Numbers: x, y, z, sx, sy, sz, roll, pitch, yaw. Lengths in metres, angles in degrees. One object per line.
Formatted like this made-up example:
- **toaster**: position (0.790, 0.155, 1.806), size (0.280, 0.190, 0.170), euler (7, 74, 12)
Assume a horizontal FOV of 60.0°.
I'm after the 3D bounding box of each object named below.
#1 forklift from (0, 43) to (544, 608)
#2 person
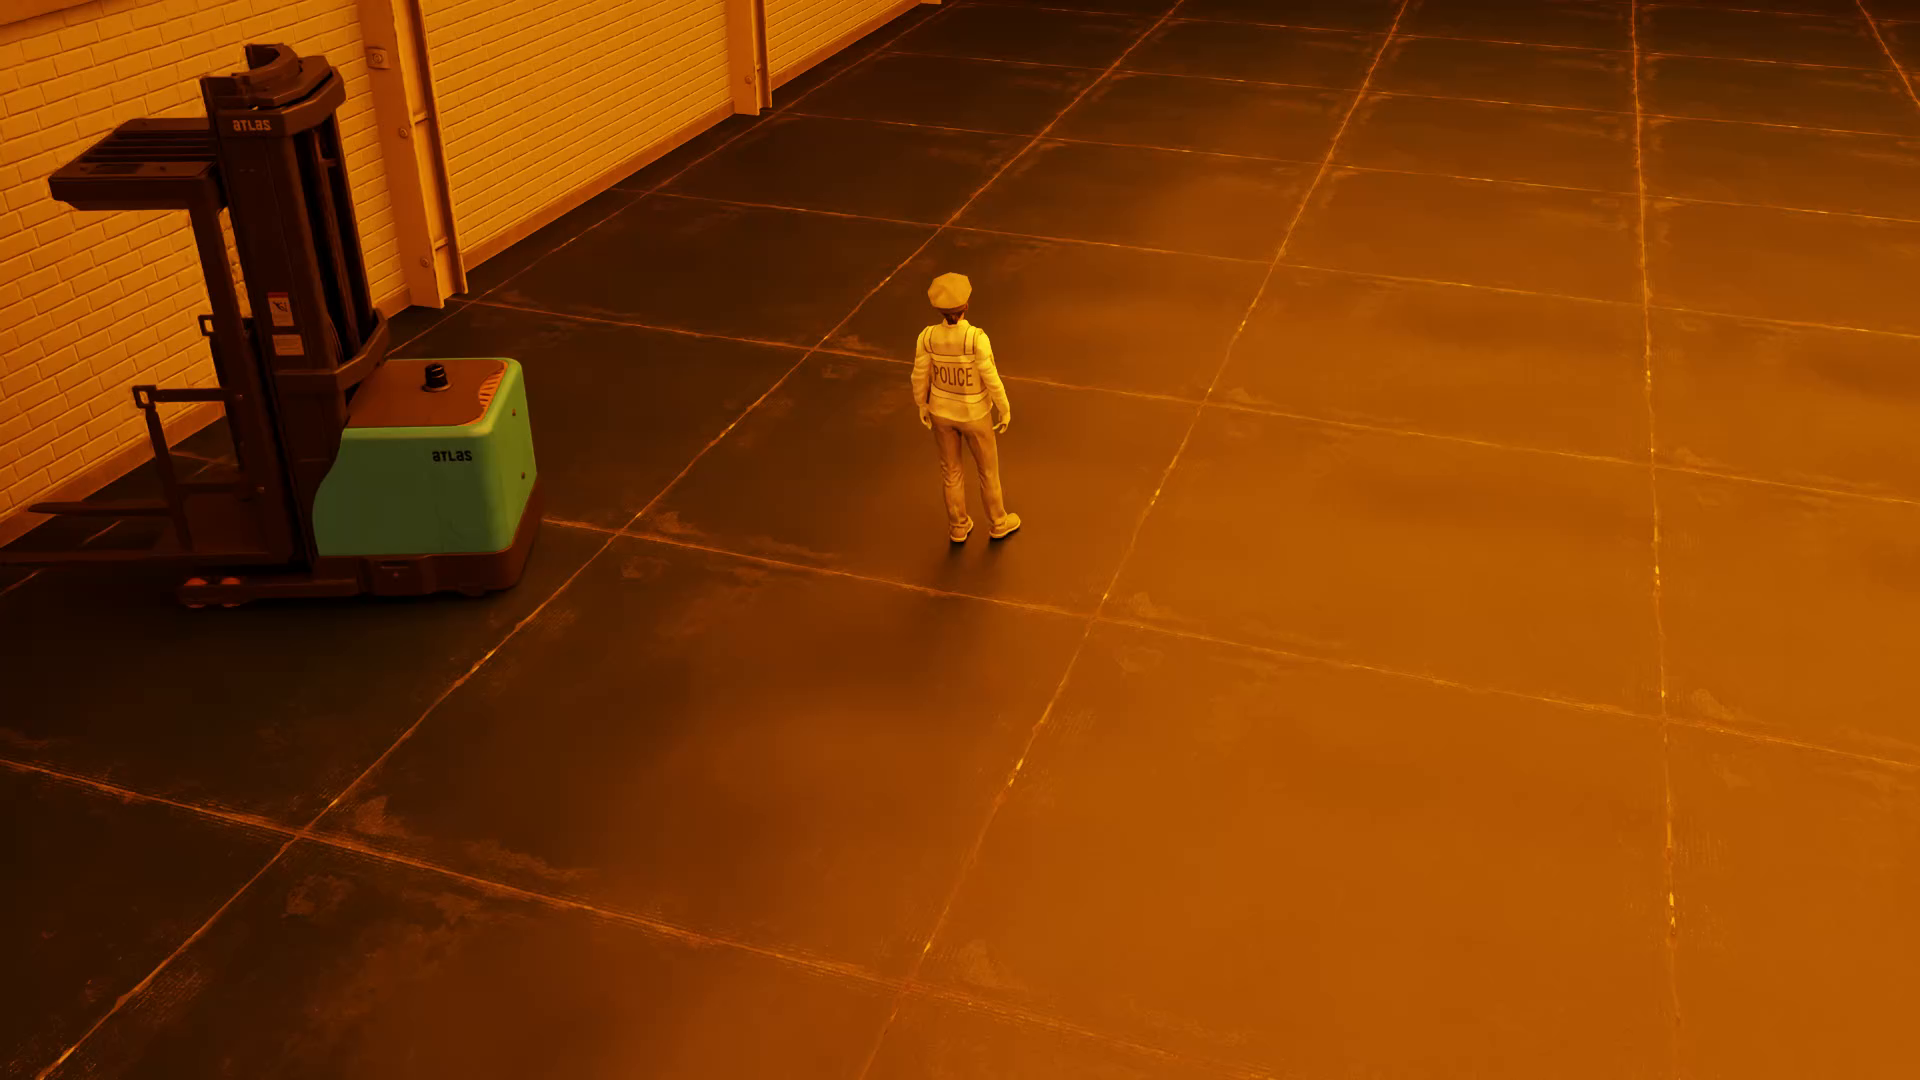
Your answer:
- **forklift**: position (-4.066, -1.156, 9.165), size (3.031, 2.935, 1.130), euler (-1, 30, -2)
- **person**: position (0.028, -0.773, 9.726), size (0.587, 1.696, 0.534), euler (10, 31, 16)
